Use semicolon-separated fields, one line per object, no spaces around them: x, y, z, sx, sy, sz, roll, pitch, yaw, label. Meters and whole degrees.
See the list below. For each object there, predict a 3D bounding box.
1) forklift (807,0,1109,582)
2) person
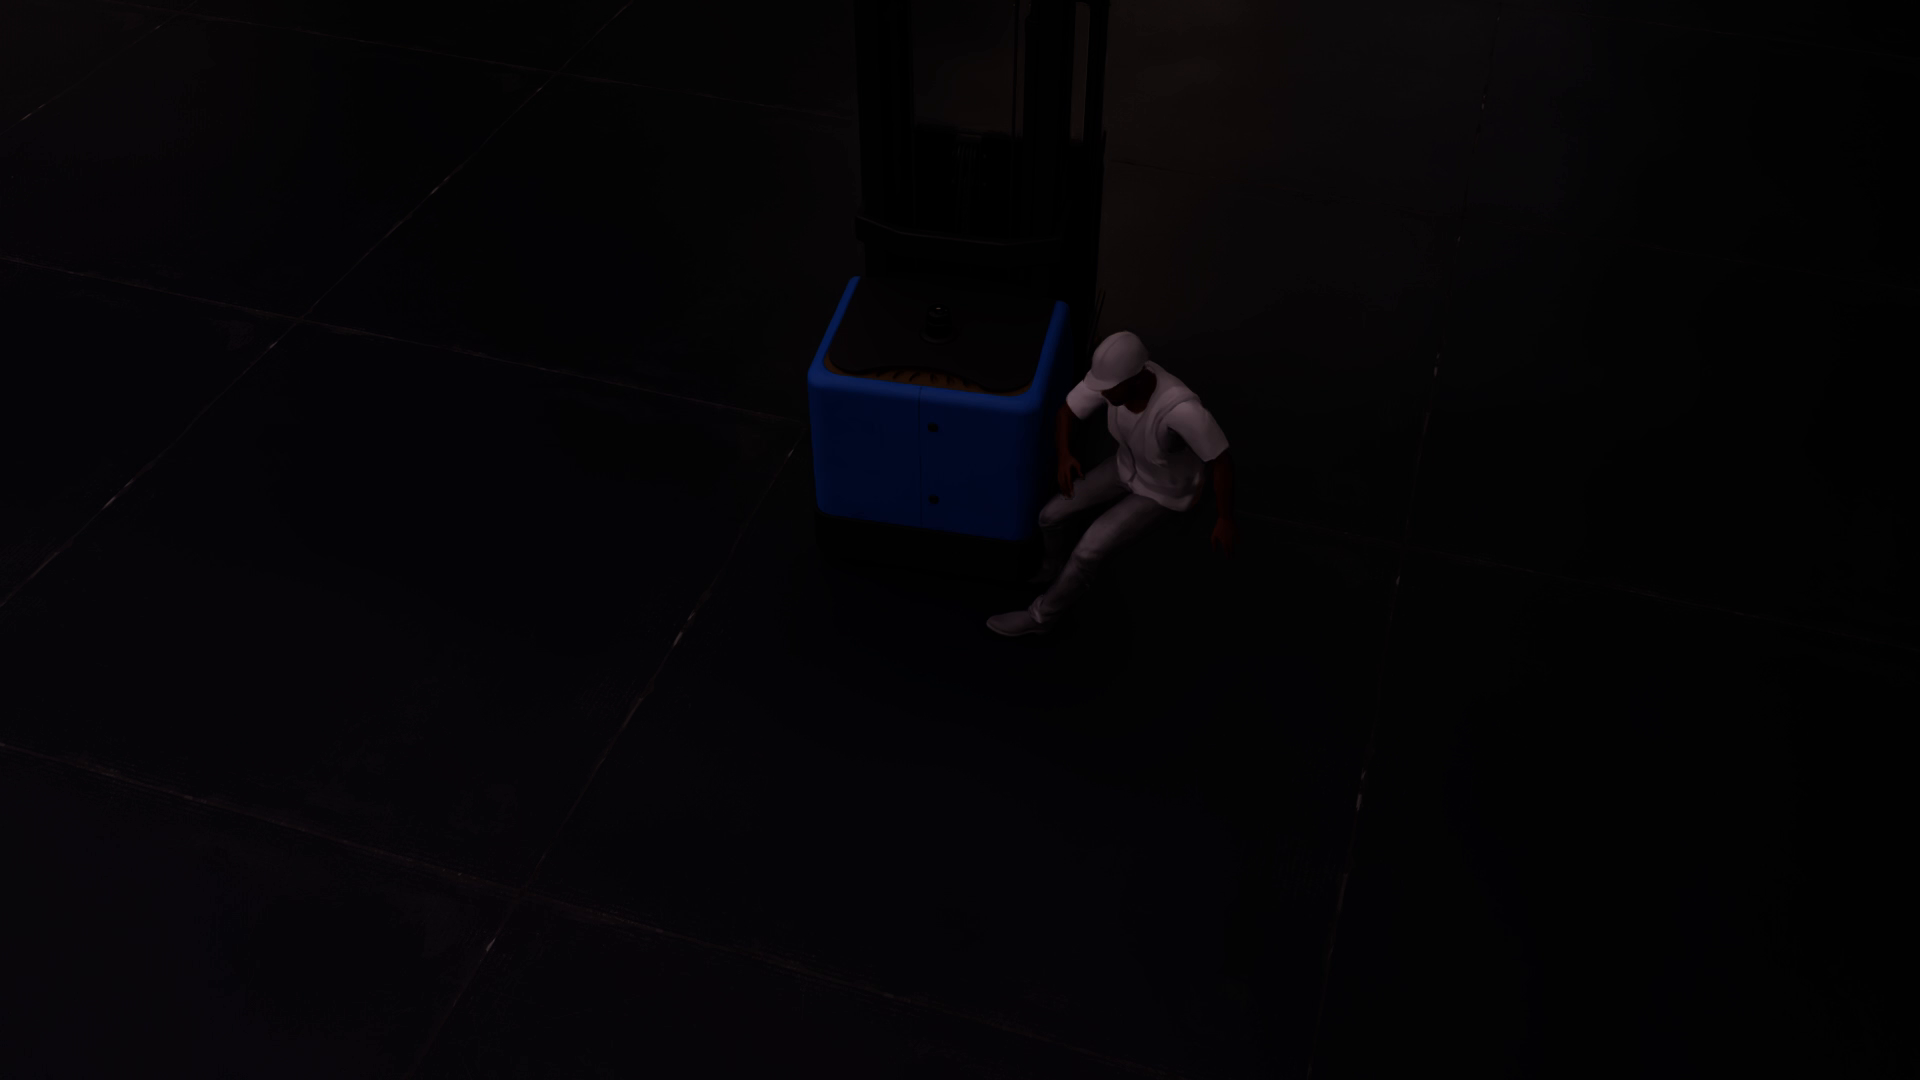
0.137;-1.899;7.730;1.130;2.935;3.031;8;44;9;forklift
0.618;-0.158;6.976;0.929;1.525;0.937;-25;48;-24;person
